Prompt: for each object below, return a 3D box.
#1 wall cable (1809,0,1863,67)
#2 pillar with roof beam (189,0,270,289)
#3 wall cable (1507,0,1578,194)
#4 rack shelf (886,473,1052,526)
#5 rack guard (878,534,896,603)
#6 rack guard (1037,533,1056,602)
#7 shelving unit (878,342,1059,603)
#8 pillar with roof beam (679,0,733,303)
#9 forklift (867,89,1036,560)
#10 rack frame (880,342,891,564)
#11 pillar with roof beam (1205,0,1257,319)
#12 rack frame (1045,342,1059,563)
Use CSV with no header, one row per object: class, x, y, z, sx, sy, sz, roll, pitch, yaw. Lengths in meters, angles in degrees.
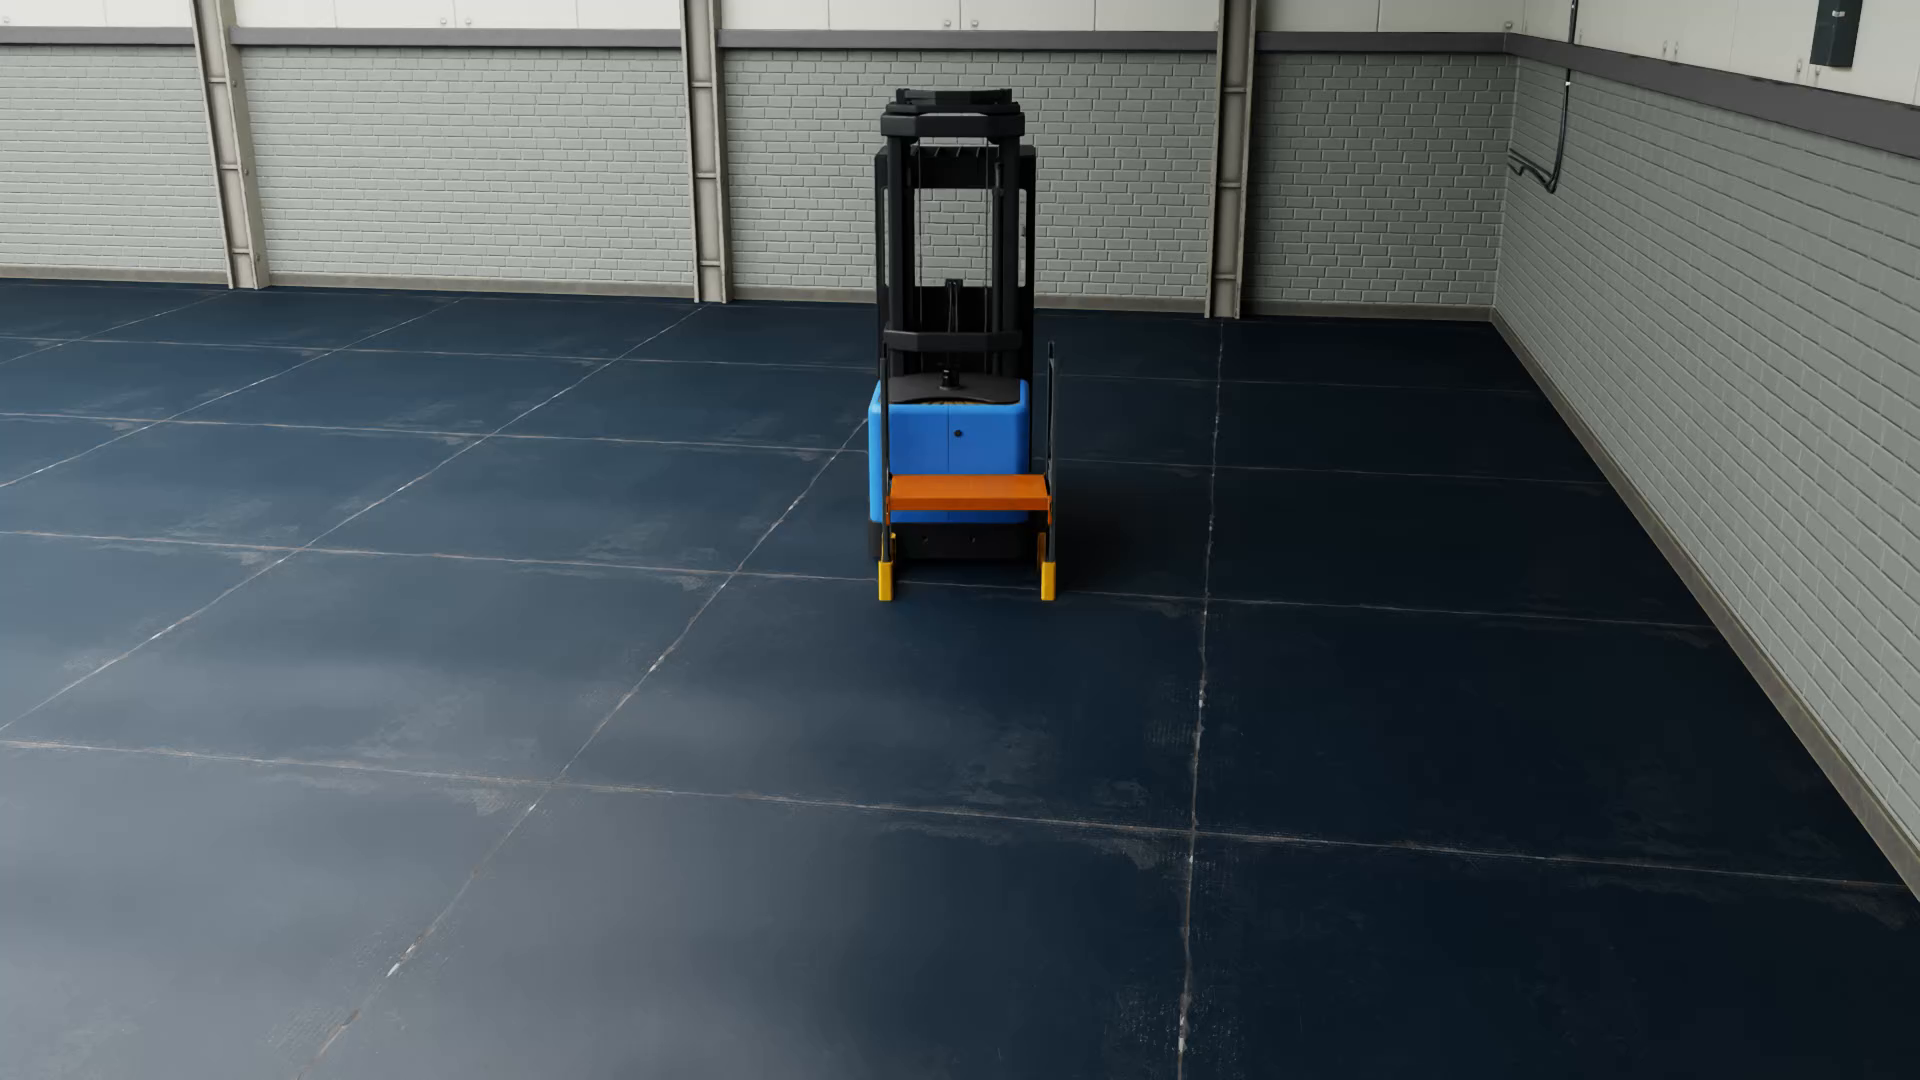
wall cable,4.168,-4.902,6.413,0.169,6.003,2.305,3,19,9
pillar with roof beam,-9.540,-6.081,15.294,0.400,9.000,9.100,3,19,9
wall cable,5.690,-4.790,16.331,0.112,2.526,3.097,3,19,9
rack shelf,0.052,-0.252,10.260,1.000,0.185,0.538,0,19,0
rack guard,-0.455,0.171,10.398,0.087,0.250,0.587,0,19,0
rack guard,0.541,0.169,10.404,0.087,0.250,0.587,0,19,0
shelving unit,0.043,-0.423,10.203,1.083,1.500,0.587,0,19,0
pillar with roof beam,-3.616,-5.779,14.392,0.400,9.000,9.100,3,19,9
forklift,-0.024,-1.675,11.690,1.130,2.935,3.031,1,19,2
rack frame,-0.456,-0.422,10.200,0.032,1.500,0.500,0,19,0
pillar with roof beam,2.308,-5.477,13.489,0.400,9.000,9.100,3,19,9
rack frame,0.561,-0.424,10.206,0.032,1.500,0.500,0,19,0
